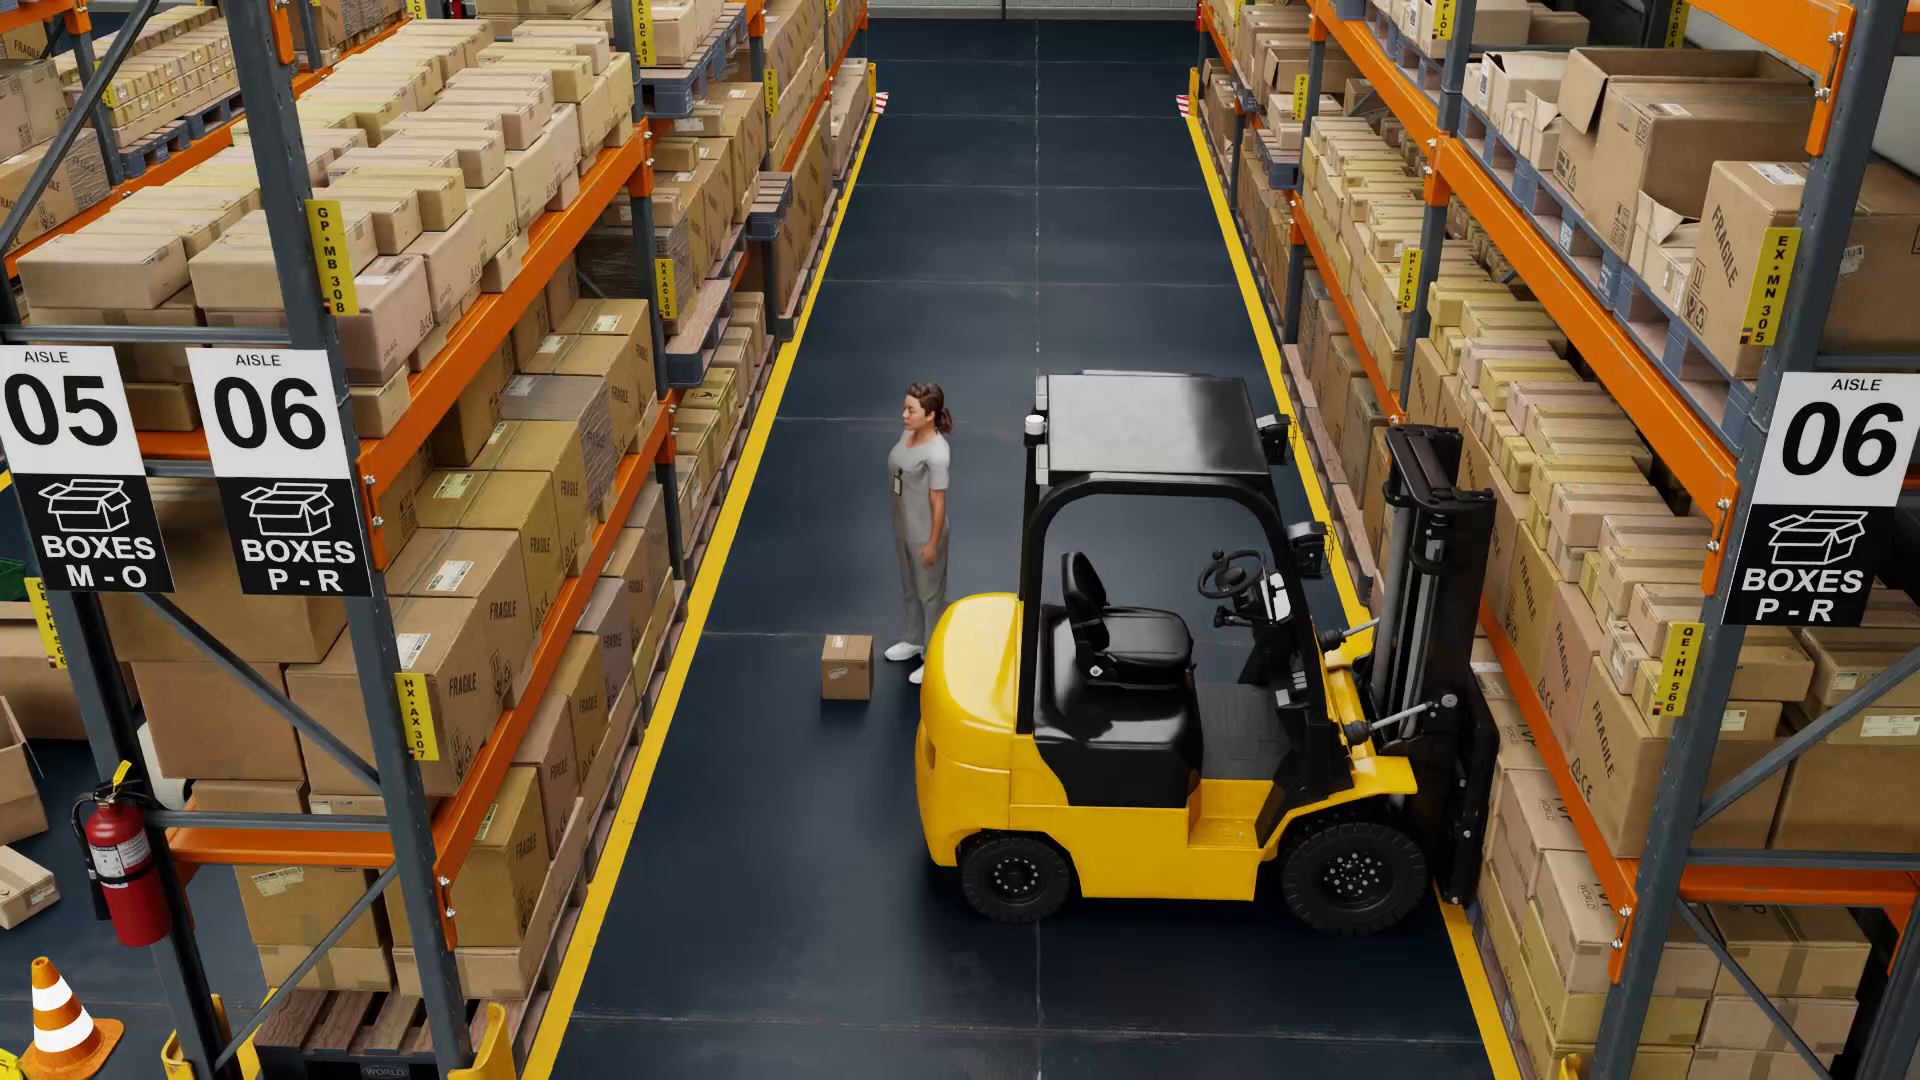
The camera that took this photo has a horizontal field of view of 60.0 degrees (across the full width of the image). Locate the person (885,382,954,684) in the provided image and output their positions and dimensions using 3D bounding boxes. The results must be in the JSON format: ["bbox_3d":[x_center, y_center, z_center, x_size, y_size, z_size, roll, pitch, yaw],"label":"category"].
[{"bbox_3d":[-0.196,-0.044,8.706,0.355,1.672,0.437,-13,31,-22],"label":"person"}]
